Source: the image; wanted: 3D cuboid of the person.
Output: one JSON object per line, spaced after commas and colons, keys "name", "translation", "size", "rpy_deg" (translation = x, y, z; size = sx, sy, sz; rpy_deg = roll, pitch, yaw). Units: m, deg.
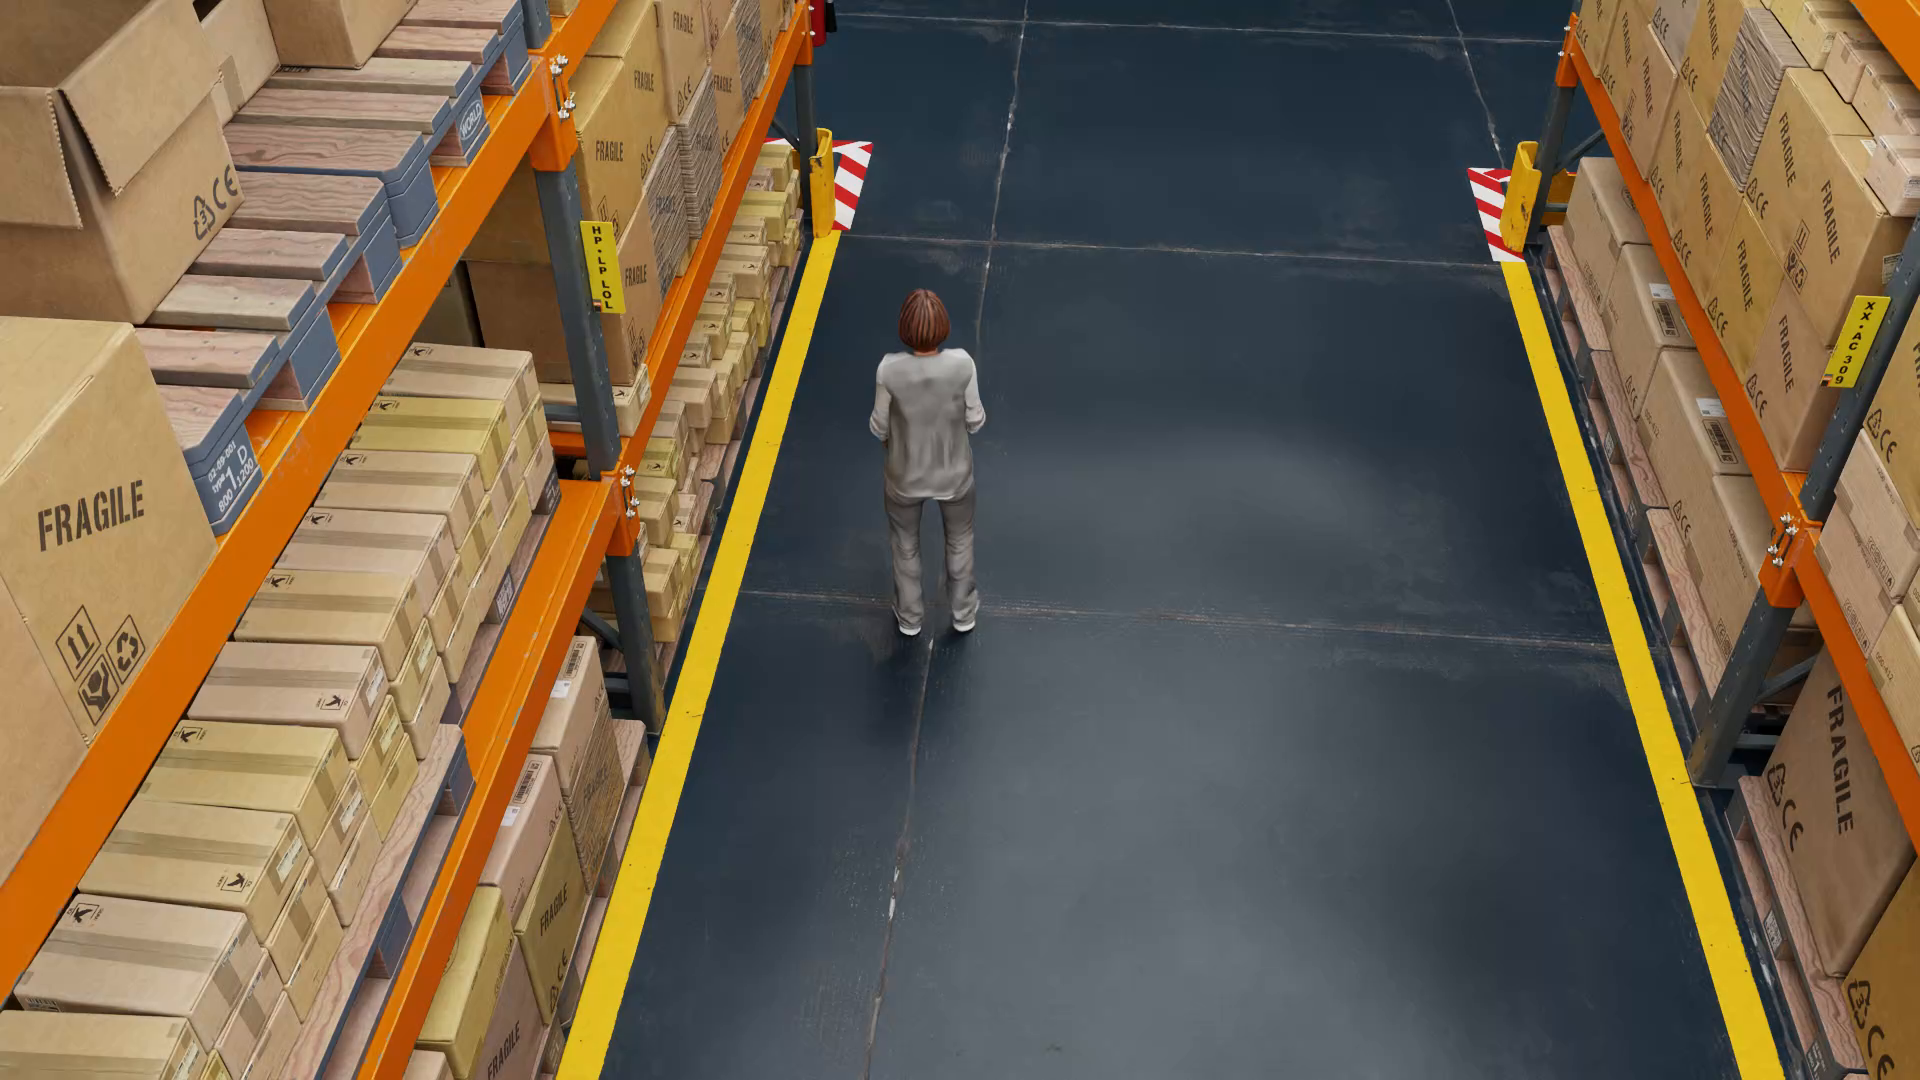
{"name": "person", "translation": [-0.125, -0.288, 6.494], "size": [0.444, 1.602, 0.384], "rpy_deg": [-3, 41, -3]}
